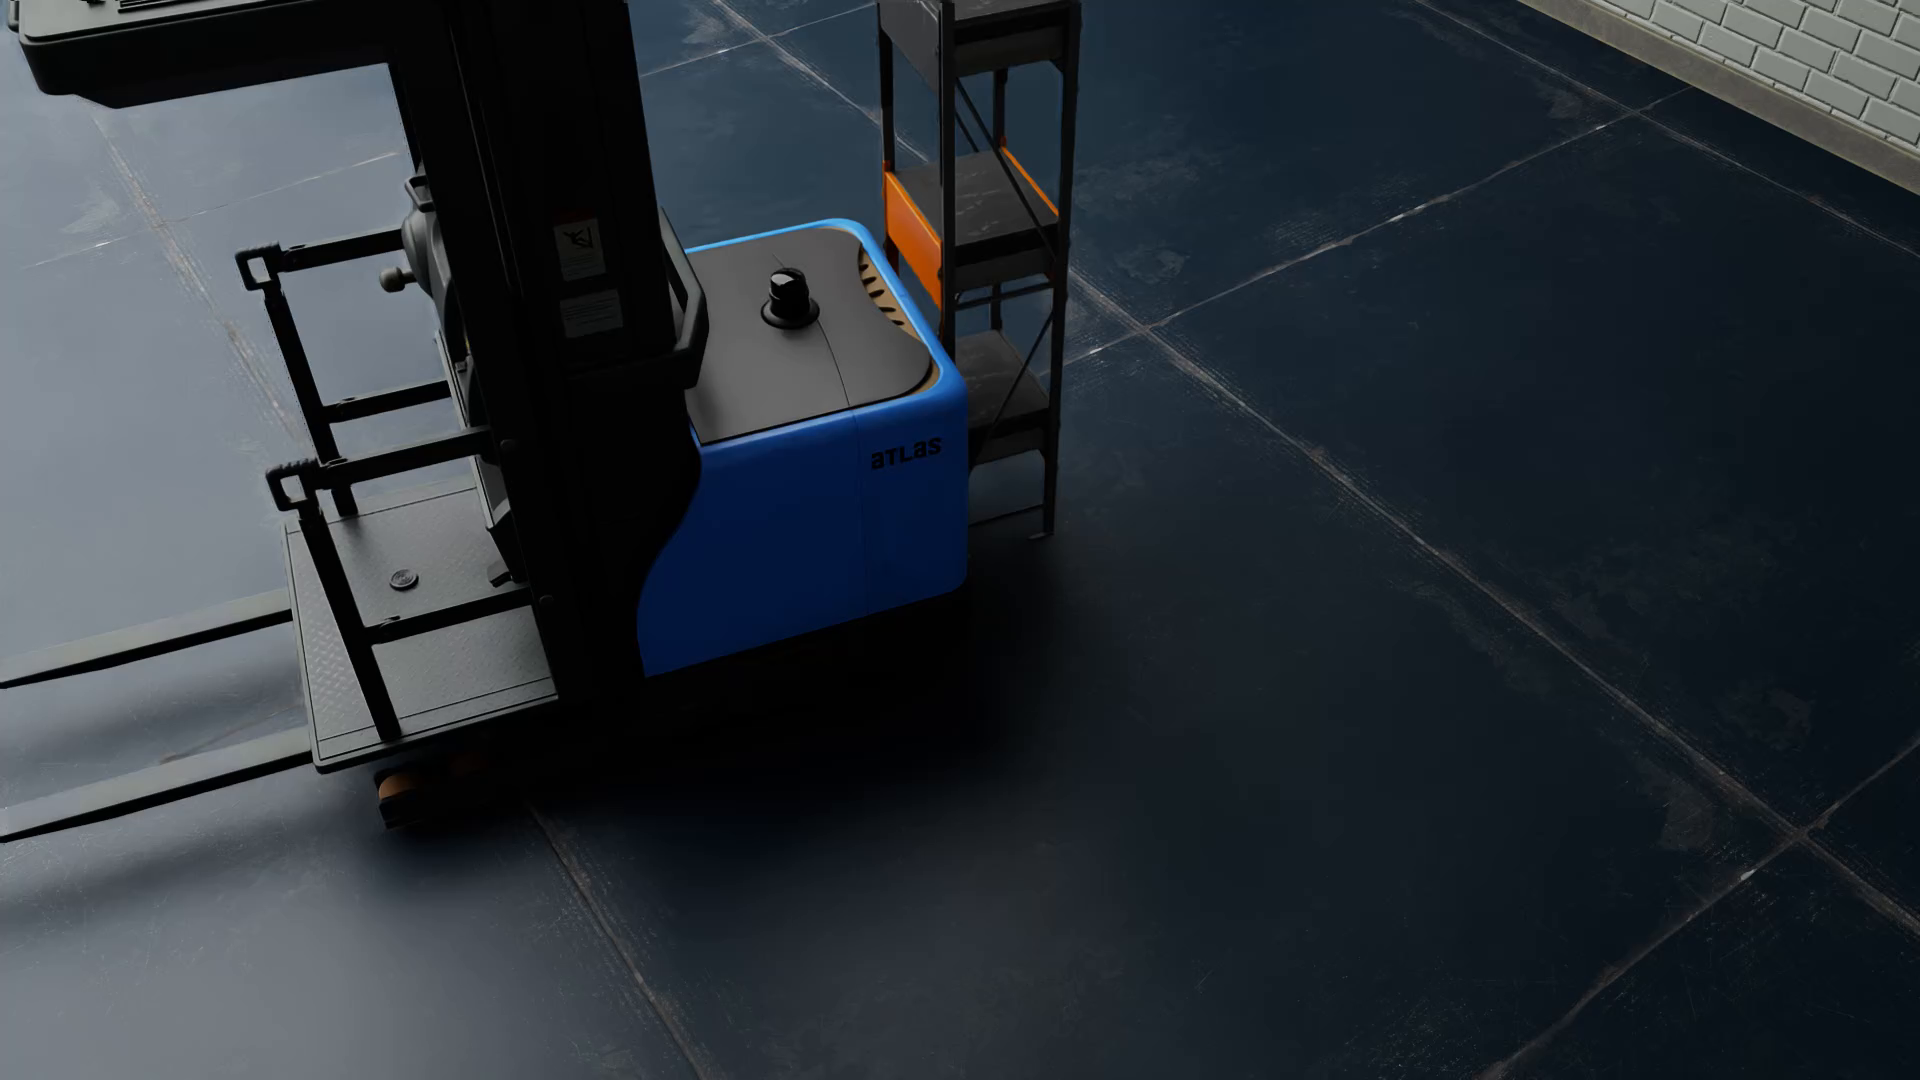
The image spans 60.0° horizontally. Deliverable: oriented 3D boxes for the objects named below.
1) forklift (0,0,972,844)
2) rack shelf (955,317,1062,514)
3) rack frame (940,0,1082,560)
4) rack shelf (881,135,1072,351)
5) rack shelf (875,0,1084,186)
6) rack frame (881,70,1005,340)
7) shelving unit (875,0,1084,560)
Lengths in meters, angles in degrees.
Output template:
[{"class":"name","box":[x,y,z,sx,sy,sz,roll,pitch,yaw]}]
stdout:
[{"class":"forklift","box":[-1.532,-0.642,4.300,3.031,2.935,1.130,-15,46,-15]},{"class":"rack shelf","box":[0.044,-0.369,5.649,0.431,0.518,0.480,-16,46,-16]},{"class":"rack frame","box":[0.137,-0.729,4.993,0.400,2.100,0.015,-16,46,-16]},{"class":"rack shelf","box":[0.044,-0.875,5.166,0.431,0.518,0.480,-16,46,-16]},{"class":"rack shelf","box":[0.044,-1.381,4.682,0.431,0.518,0.480,-16,46,-16]},{"class":"rack frame","box":[-0.050,-1.041,5.319,0.400,2.100,0.015,-16,46,-16]},{"class":"shelving unit","box":[0.044,-0.885,5.156,0.431,2.100,0.503,-16,46,-16]}]
